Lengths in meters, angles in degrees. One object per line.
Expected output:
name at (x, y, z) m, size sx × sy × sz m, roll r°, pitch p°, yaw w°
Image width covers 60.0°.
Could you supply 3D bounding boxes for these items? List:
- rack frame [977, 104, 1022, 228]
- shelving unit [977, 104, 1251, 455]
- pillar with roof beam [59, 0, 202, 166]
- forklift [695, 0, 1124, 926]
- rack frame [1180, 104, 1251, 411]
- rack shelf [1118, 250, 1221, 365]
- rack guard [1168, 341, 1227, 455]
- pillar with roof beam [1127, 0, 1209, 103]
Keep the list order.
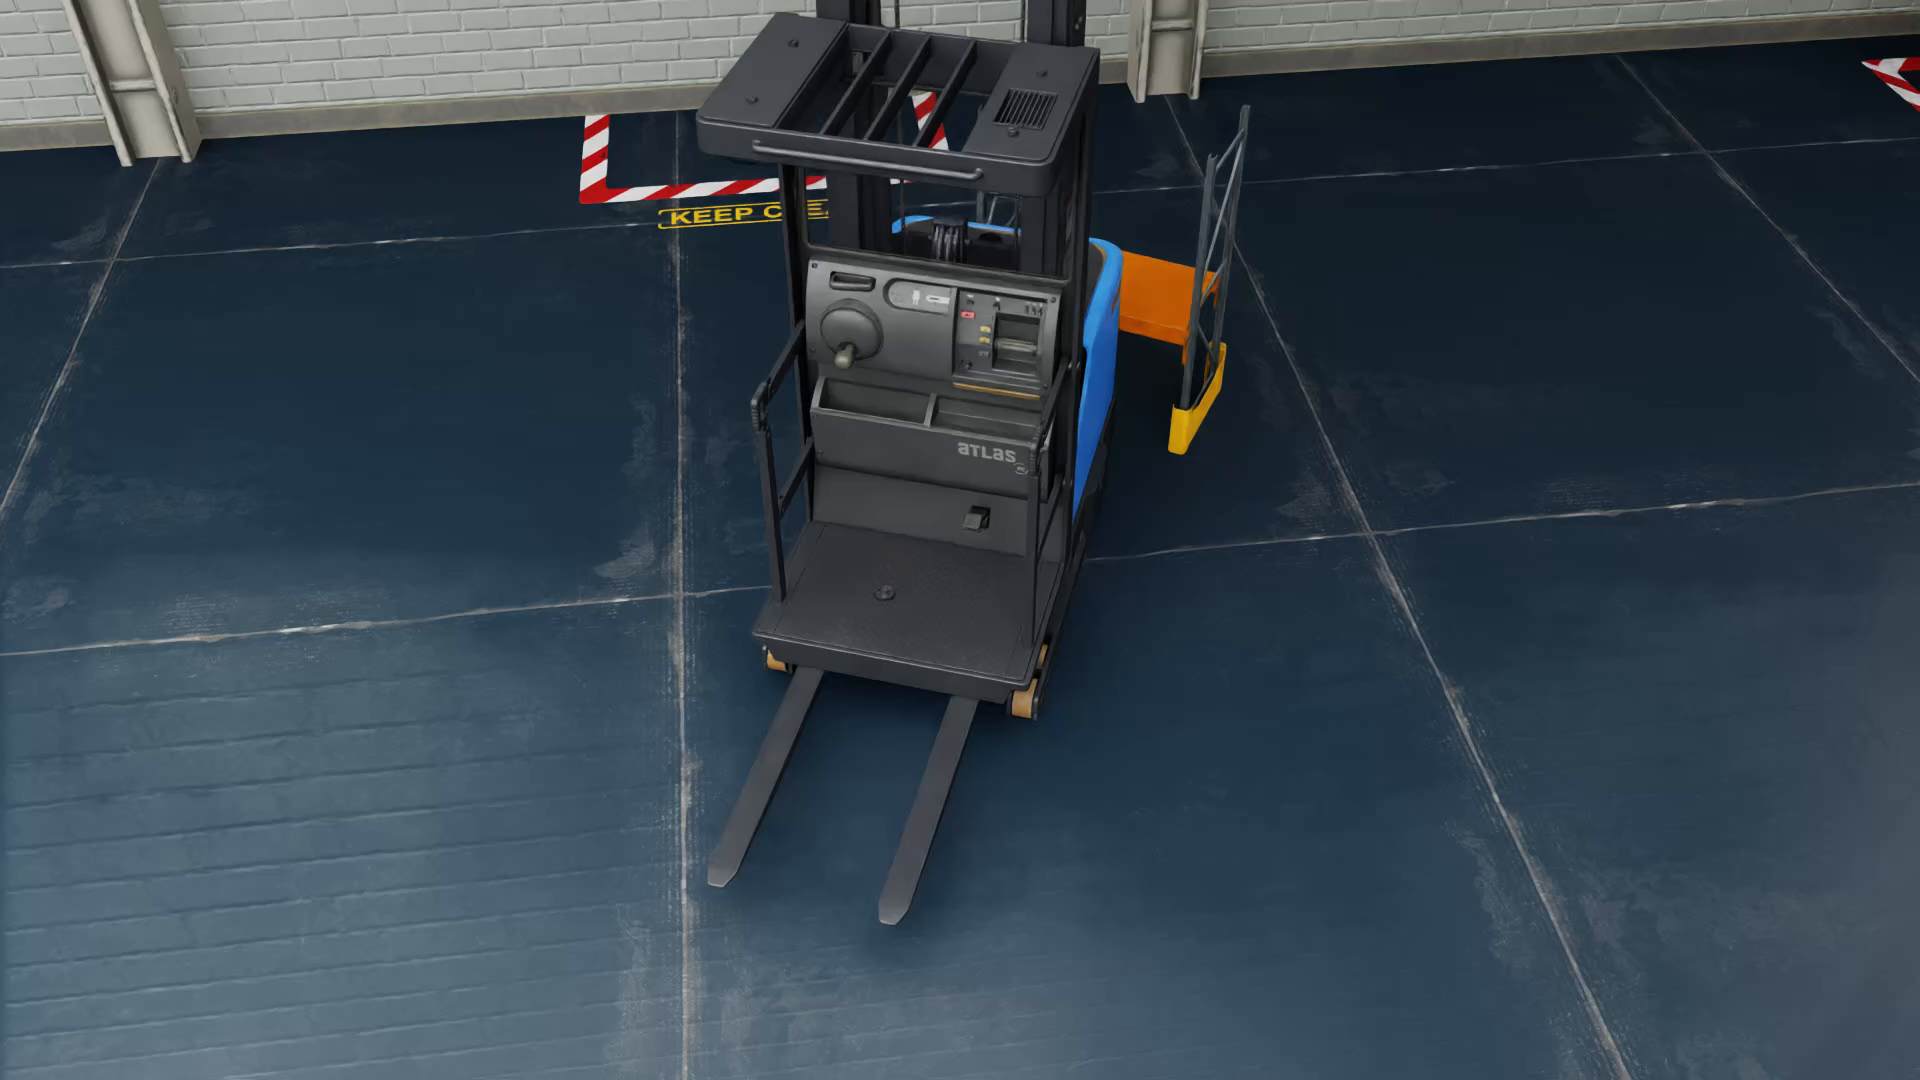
rack frame at (0.191, -1.418, 7.702) m, size 0.032 × 1.500 × 0.500 m, roll 17°, pitch 45°, yaw 18°
shelving unit at (0.663, -1.274, 7.543) m, size 1.083 × 1.500 × 0.587 m, roll 17°, pitch 45°, yaw 18°
pillar with roof beam at (-4.132, -2.770, 3.603) m, size 0.400 × 9.000 × 9.100 m, roll -5°, pitch 42°, yaw -6°
forklift at (-0.155, -0.685, 5.821) m, size 1.130 × 2.935 × 3.031 m, roll 10°, pitch 43°, yaw 11°
rack frame at (1.117, -1.136, 7.390) m, size 0.032 × 1.500 × 0.500 m, roll 17°, pitch 45°, yaw 18°
rack shelf at (0.654, -1.143, 7.666) m, size 1.000 × 0.185 × 0.538 m, roll 17°, pitch 45°, yaw 18°
rack guard at (1.116, -0.673, 7.809) m, size 0.087 × 0.250 × 0.587 m, roll 17°, pitch 45°, yaw 18°
pillar with roof beam at (1.817, -3.292, 4.181) m, size 0.400 × 9.000 × 9.100 m, roll -5°, pitch 42°, yaw -6°
